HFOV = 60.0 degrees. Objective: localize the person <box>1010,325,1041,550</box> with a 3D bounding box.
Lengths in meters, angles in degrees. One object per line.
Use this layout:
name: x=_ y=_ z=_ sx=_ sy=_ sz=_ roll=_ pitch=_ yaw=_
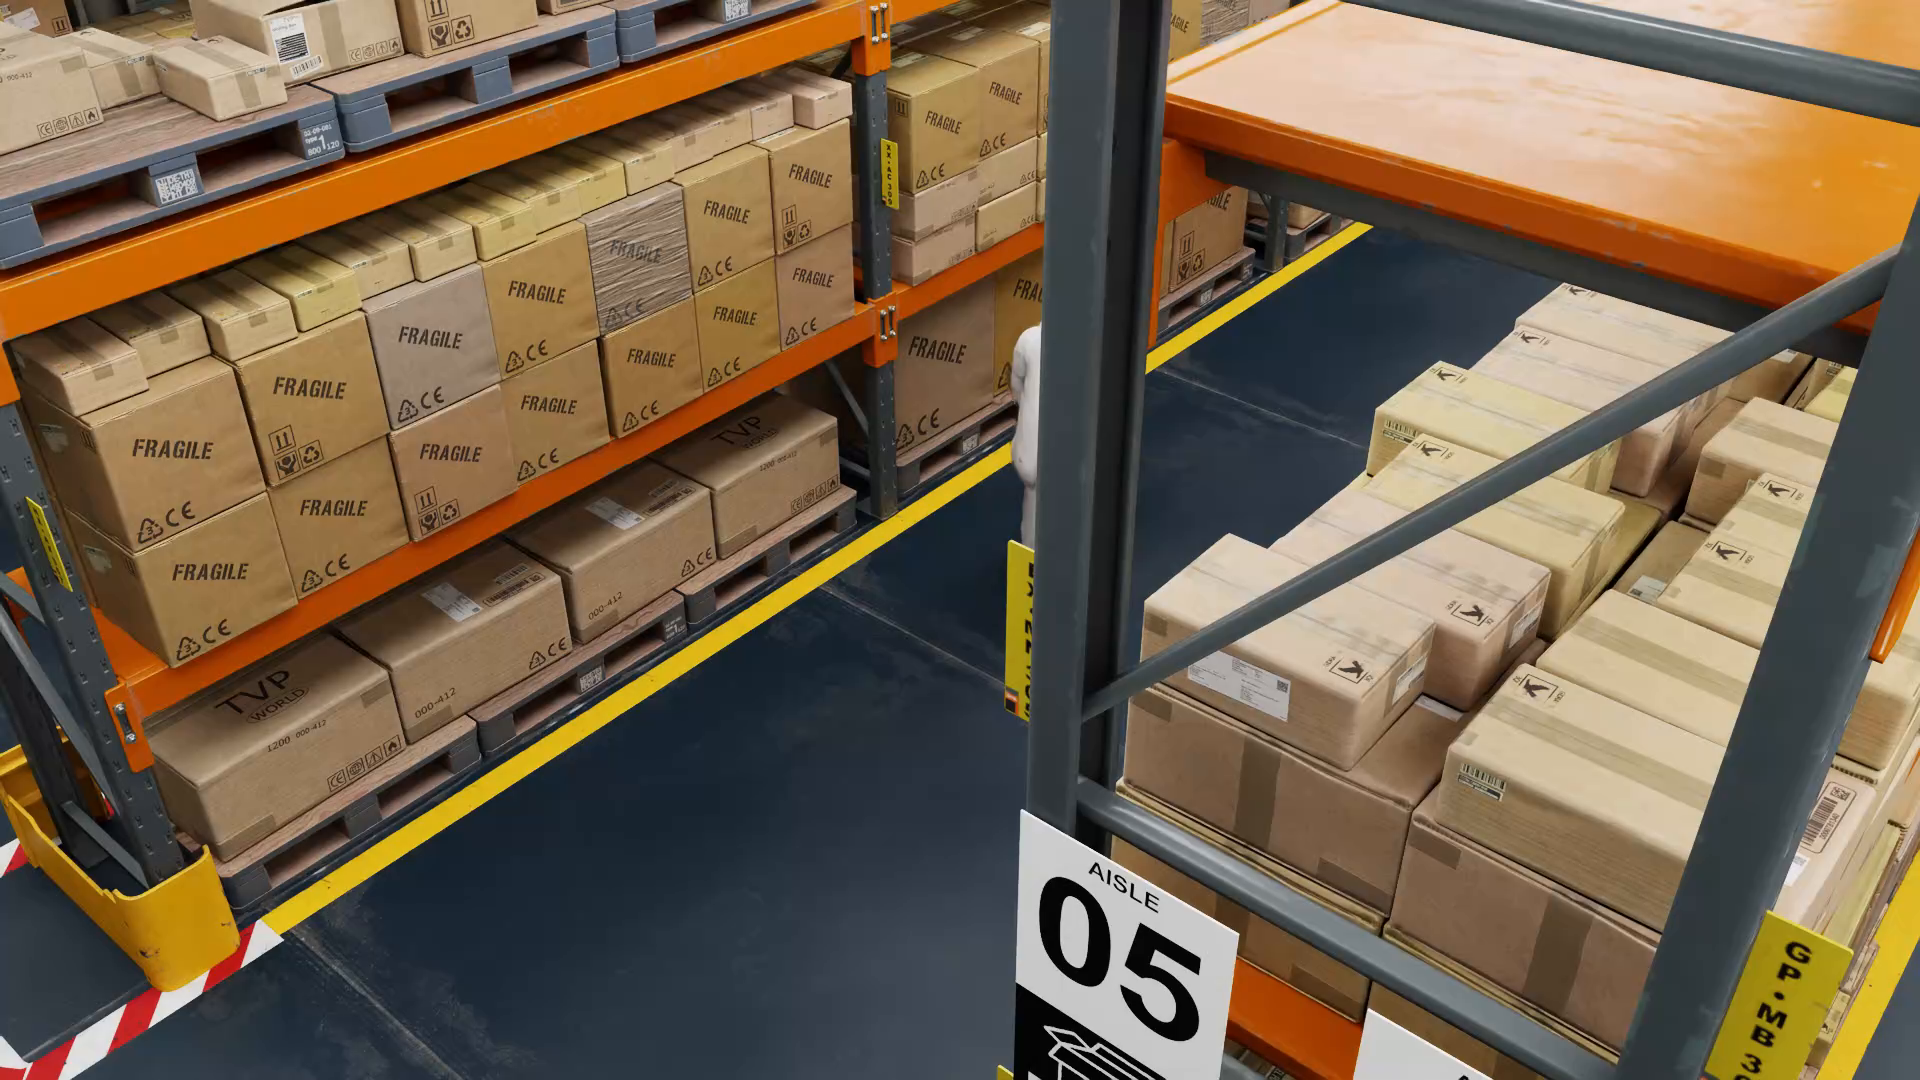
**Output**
person: x=0.505 y=-0.501 z=8.242 sx=0.629 sy=1.483 sz=0.680 roll=16 pitch=38 yaw=21
